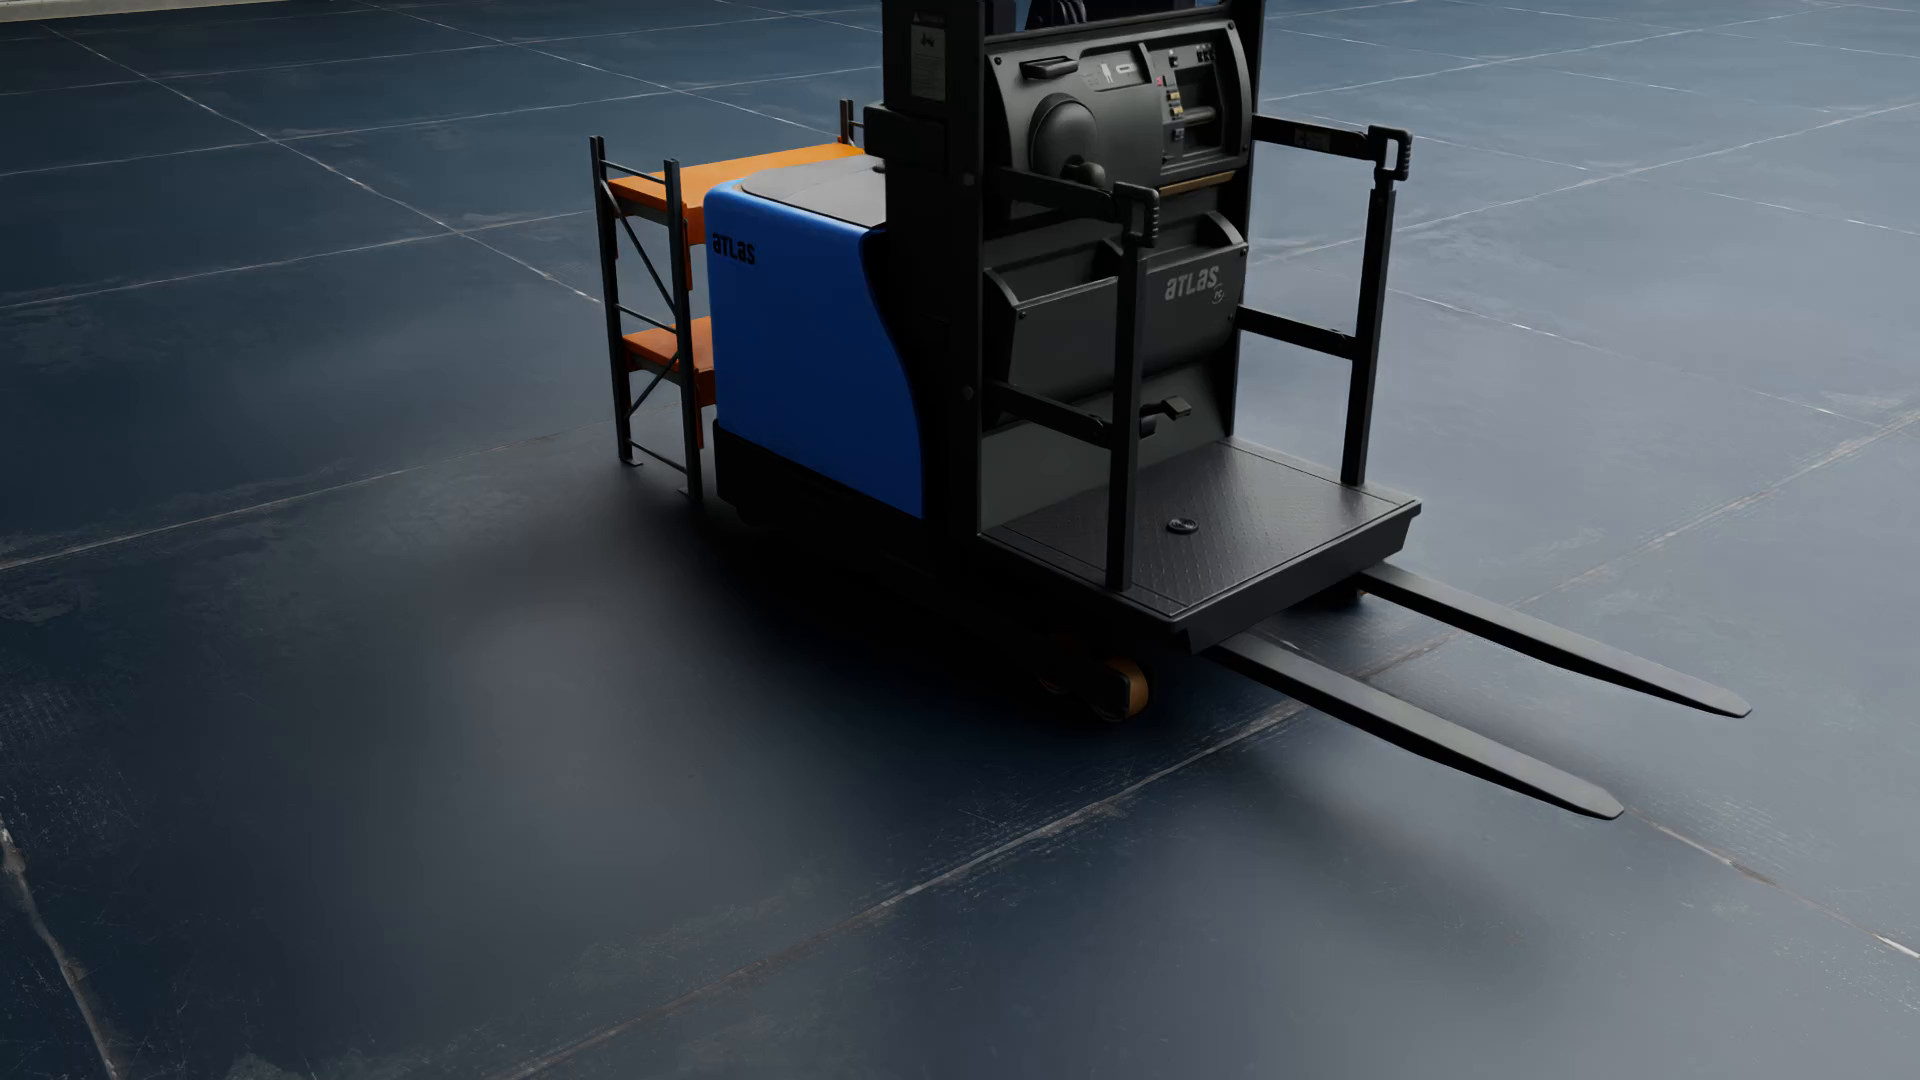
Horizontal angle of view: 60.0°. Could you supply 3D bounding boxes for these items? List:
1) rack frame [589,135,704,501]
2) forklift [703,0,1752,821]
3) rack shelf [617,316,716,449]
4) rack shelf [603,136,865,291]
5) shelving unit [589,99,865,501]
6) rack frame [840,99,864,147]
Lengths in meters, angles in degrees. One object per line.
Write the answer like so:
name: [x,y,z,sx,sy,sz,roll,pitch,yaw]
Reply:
rack frame: [-1.031,-0.725,5.476,0.032,1.125,0.500,-20,31,-36]
forklift: [0.577,-1.108,4.156,1.130,2.935,3.031,-21,32,-38]
rack shelf: [-0.645,-0.643,5.879,1.000,0.278,0.538,-20,31,-36]
rack shelf: [-0.645,-1.130,5.653,1.000,0.278,0.538,-20,31,-36]
shelving unit: [-0.645,-0.864,5.776,1.048,1.125,0.538,-20,31,-36]
rack frame: [-0.260,-1.004,6.077,0.032,1.125,0.500,-20,31,-36]
